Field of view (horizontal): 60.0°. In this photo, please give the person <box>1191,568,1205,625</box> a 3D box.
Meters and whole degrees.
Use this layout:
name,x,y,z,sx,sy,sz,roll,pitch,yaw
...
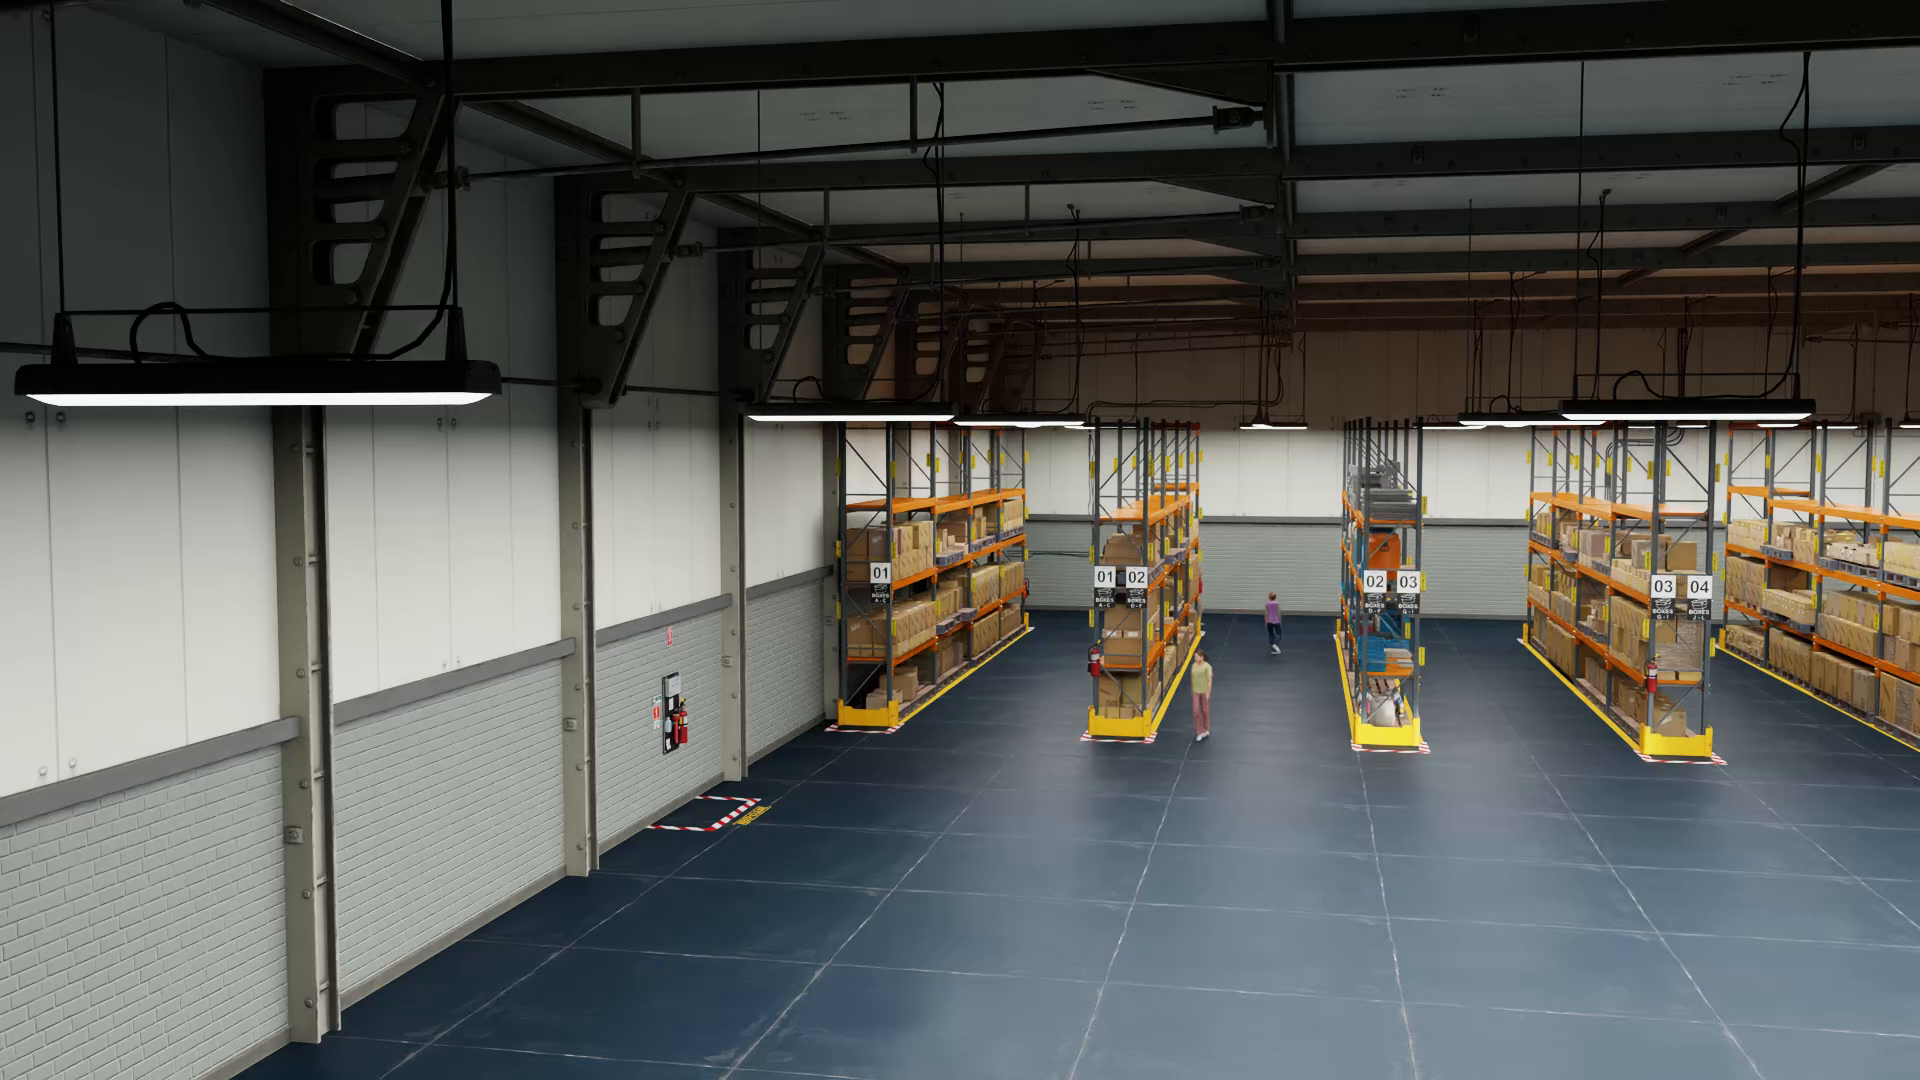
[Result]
name,x,y,z,sx,sy,sz,roll,pitch,yaw
person,6.955,1.675,49.268,0.590,1.703,0.635,2,4,34

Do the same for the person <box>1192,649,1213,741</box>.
name,x,y,z,sx,sy,sz,roll,pitch,yaw
person,4.514,2.890,31.144,0.469,1.714,0.635,2,4,26

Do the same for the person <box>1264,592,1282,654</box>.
name,x,y,z,sx,sy,sz,roll,pitch,yaw
person,8.032,2.145,42.743,0.453,1.596,0.453,1,4,19
